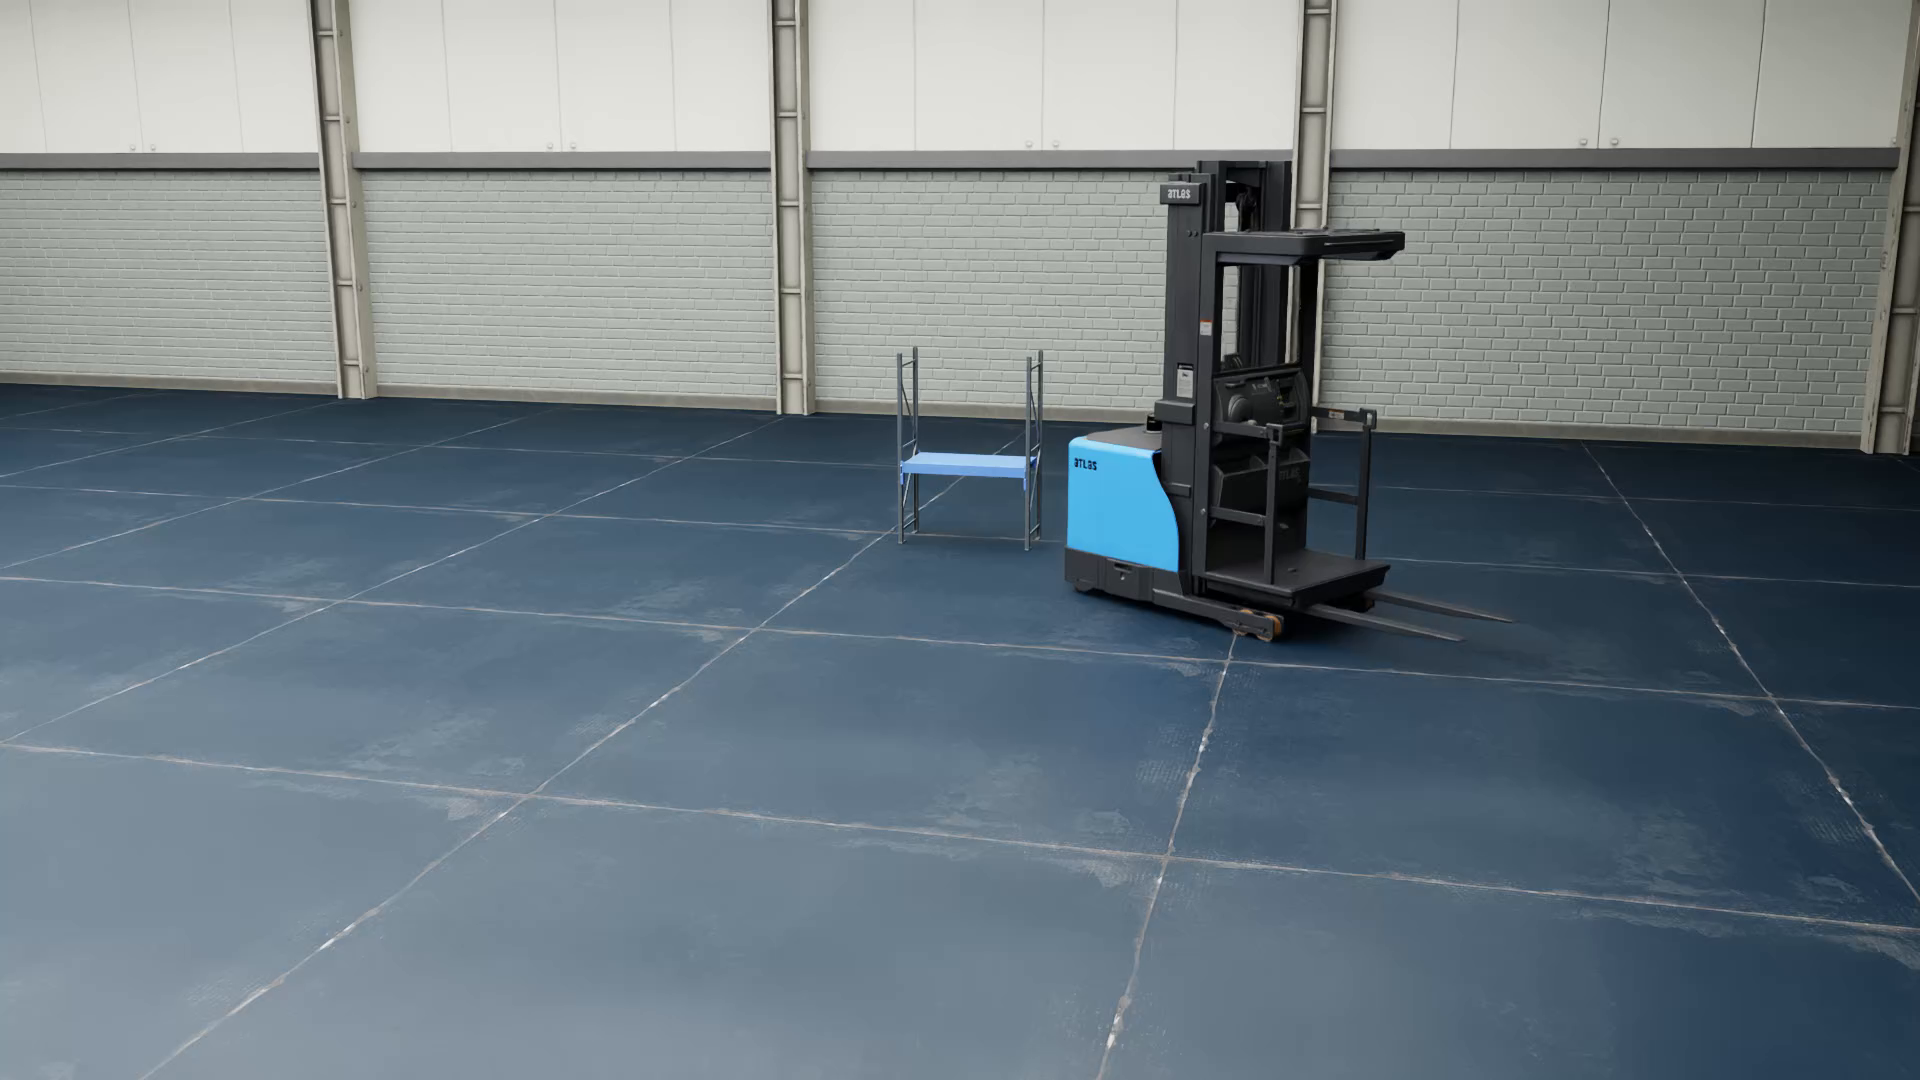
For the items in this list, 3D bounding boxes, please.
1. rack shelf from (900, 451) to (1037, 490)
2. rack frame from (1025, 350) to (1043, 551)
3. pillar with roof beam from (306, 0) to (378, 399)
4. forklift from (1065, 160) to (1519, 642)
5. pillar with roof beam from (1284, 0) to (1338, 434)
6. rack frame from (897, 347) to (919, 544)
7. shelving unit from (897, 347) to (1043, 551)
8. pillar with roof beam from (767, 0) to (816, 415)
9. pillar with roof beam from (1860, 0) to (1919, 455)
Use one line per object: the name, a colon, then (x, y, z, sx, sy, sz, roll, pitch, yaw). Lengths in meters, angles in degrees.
rack shelf: (0.083, -0.552, 13.090, 1.000, 0.185, 0.538, 3, 13, 14)
rack frame: (0.576, -0.701, 12.932, 0.032, 1.500, 0.500, 3, 13, 14)
pillar with roof beam: (-8.844, -5.344, 16.545, 0.400, 9.000, 9.100, 3, 13, 14)
forklift: (2.102, -0.921, 10.618, 1.130, 2.935, 3.031, -11, 17, -41)
pillar with roof beam: (2.806, -4.721, 13.739, 0.400, 9.000, 9.100, 3, 13, 14)
rack frame: (-0.411, -0.754, 13.170, 0.032, 1.500, 0.500, 3, 13, 14)
shelving unit: (0.083, -0.728, 13.051, 1.048, 1.500, 0.538, 3, 13, 14)
pillar with roof beam: (-3.019, -5.033, 15.142, 0.400, 9.000, 9.100, 3, 13, 14)
pillar with roof beam: (8.631, -4.410, 12.335, 0.400, 9.000, 9.100, 3, 13, 14)
